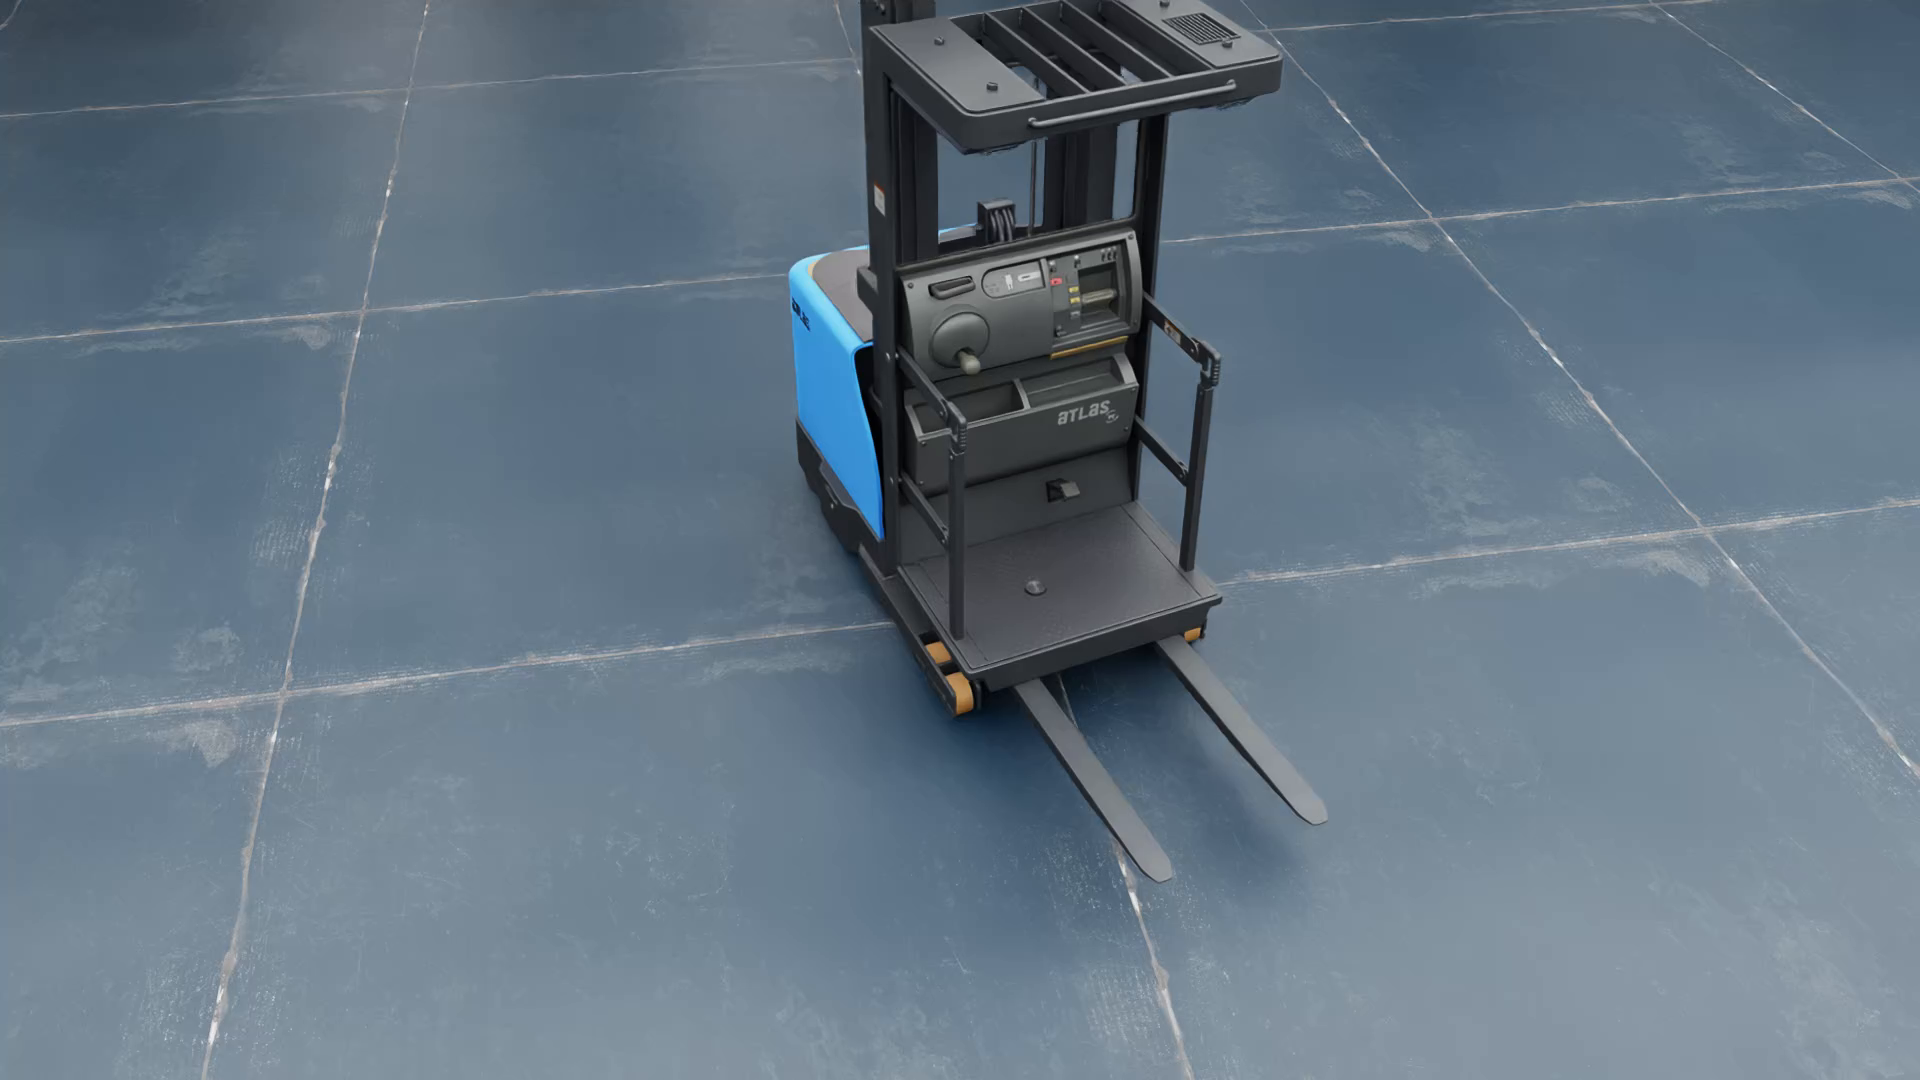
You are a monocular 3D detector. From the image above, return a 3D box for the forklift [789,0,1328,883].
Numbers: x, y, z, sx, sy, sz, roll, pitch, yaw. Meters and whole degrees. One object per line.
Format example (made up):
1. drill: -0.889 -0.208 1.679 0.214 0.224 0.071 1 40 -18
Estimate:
1. forklift: 0.328 -0.790 5.877 1.130 2.935 3.031 -16 40 -19
